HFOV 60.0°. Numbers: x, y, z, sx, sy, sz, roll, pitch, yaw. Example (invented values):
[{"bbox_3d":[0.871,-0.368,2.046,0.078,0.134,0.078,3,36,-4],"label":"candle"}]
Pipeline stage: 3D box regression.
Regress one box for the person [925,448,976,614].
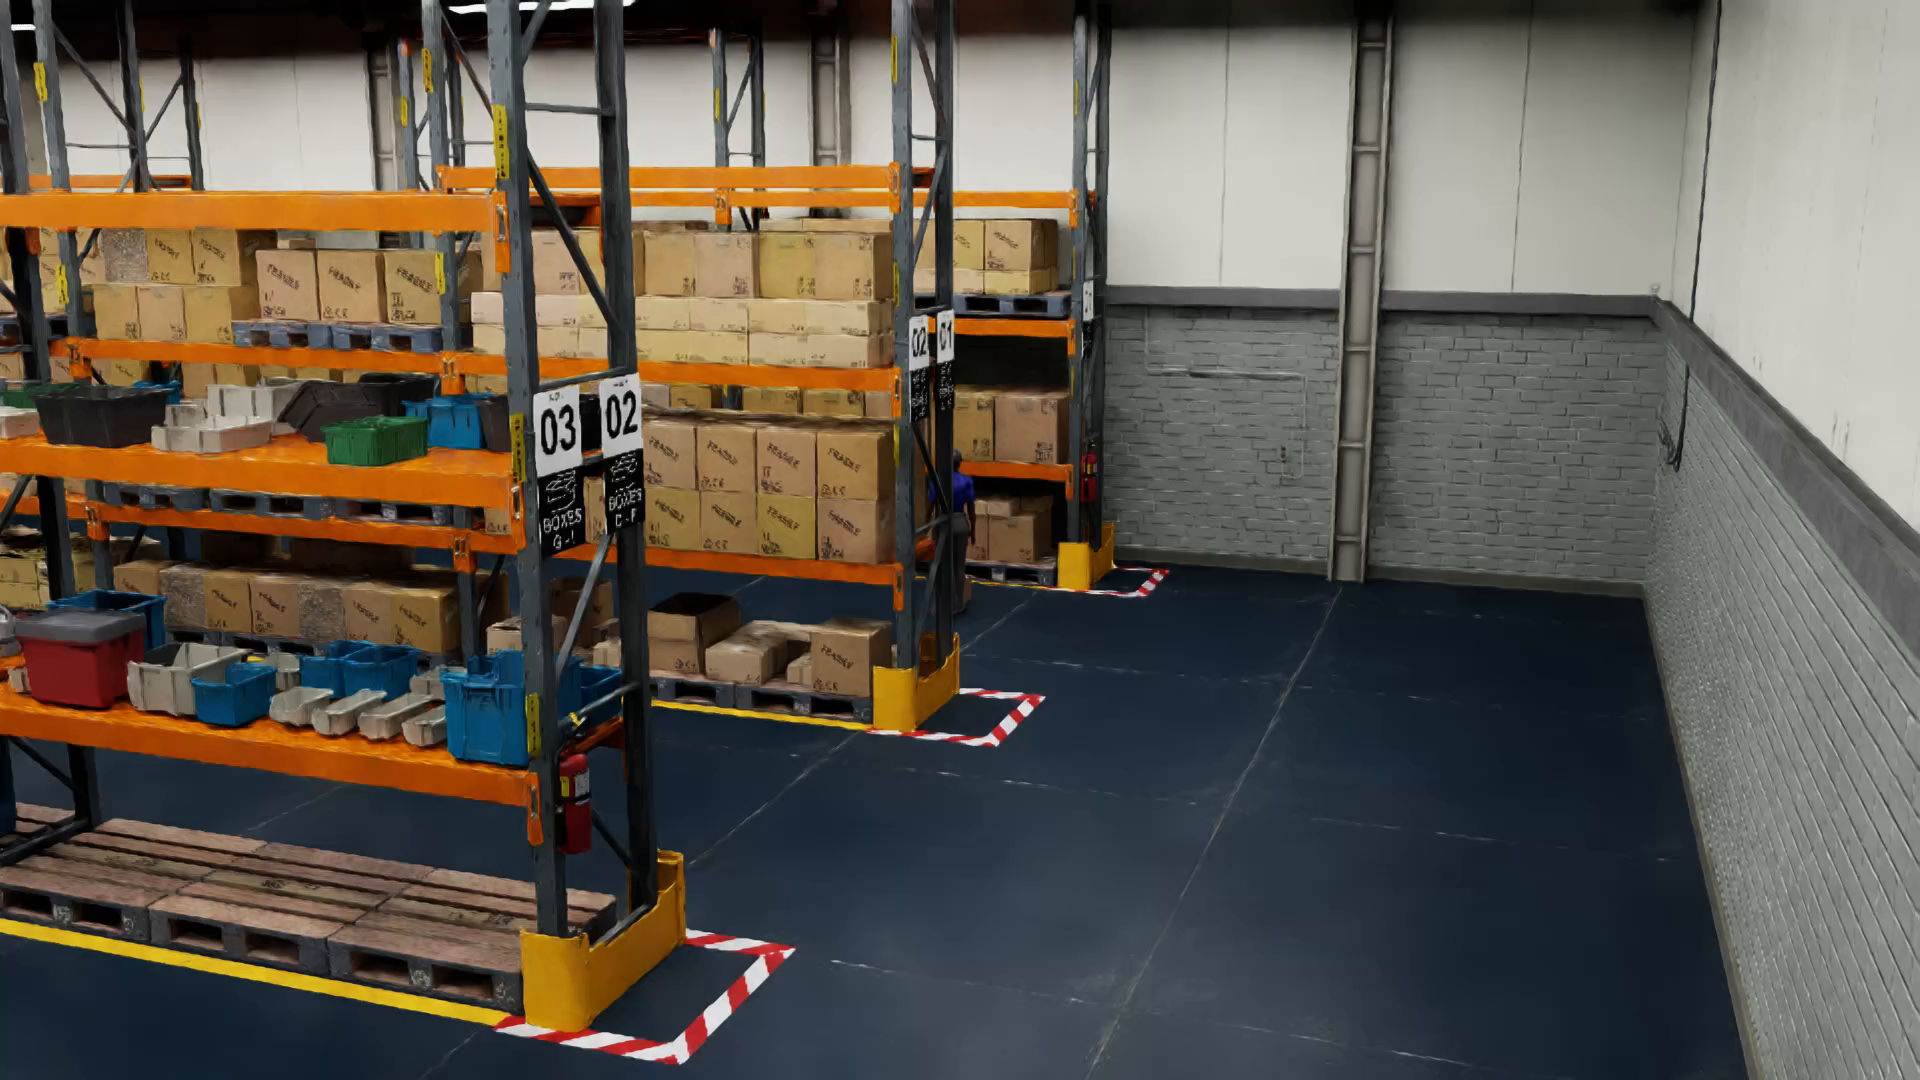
[{"bbox_3d":[-0.115,-0.095,16.367,0.537,1.657,0.353,-3,12,-14],"label":"person"}]
